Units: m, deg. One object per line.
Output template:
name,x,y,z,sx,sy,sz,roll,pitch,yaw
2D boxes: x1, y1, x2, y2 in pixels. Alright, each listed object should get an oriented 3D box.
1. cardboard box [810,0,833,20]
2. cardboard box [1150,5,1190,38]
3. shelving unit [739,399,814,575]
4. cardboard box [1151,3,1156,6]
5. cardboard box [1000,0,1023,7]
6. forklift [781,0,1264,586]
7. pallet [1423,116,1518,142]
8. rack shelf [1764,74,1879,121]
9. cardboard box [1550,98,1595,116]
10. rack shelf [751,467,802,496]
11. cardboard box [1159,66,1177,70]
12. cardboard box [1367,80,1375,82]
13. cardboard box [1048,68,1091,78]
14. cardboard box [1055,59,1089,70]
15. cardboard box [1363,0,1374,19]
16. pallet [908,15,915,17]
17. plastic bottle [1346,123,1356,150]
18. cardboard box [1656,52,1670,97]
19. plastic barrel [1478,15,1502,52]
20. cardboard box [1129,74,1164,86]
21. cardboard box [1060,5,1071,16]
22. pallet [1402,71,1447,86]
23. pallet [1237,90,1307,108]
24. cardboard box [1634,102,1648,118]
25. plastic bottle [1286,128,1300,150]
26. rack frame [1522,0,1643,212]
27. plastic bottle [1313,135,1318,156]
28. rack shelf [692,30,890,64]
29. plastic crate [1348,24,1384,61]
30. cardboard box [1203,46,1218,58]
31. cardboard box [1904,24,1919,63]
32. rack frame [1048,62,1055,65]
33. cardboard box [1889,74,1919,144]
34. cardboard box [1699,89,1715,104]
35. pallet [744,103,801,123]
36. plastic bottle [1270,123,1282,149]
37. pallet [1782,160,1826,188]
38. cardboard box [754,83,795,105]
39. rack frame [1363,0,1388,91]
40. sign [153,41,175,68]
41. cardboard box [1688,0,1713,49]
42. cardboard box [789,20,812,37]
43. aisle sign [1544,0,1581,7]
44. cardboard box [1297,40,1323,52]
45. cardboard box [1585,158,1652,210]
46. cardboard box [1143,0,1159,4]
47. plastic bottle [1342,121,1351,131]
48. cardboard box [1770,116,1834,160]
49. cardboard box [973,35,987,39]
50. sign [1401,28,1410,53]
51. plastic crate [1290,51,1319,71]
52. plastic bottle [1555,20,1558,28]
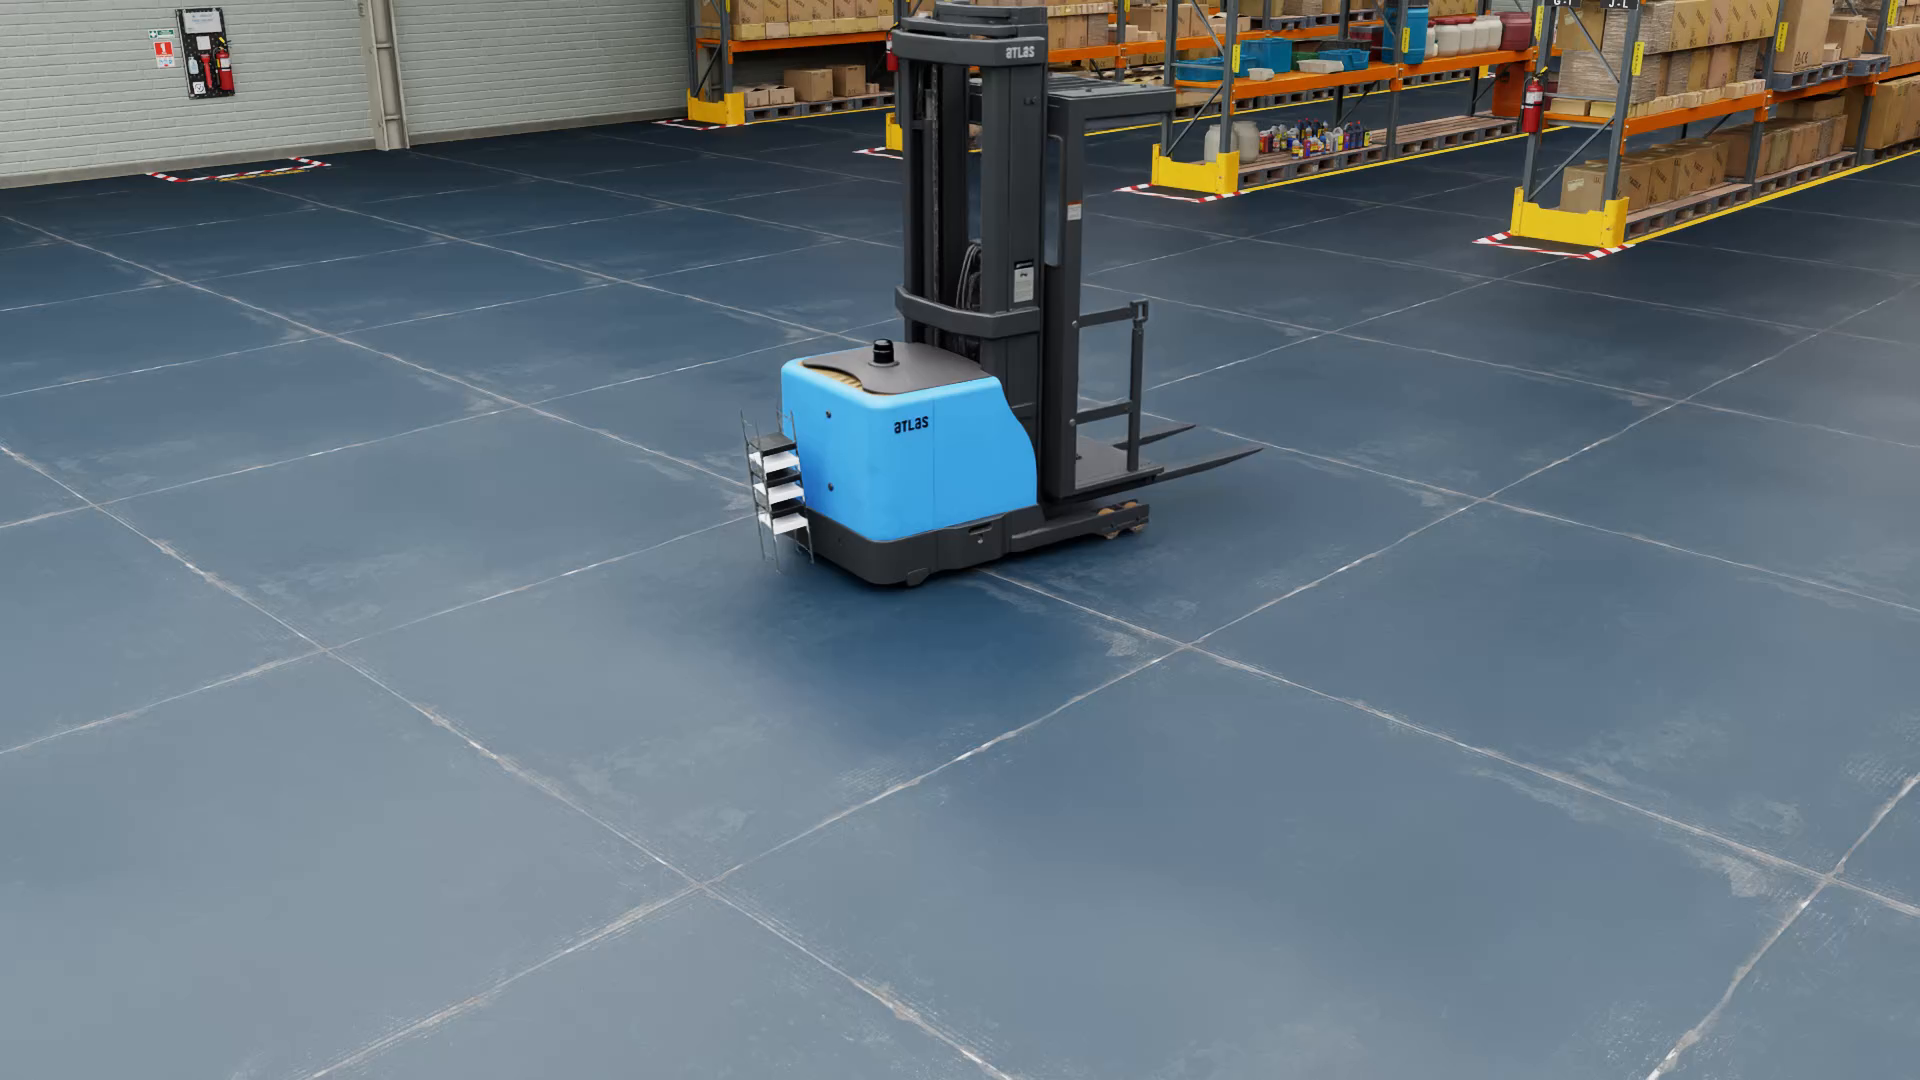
cardboard box,-2.501,-9.098,28.200,0.500,0.500,0.500,-19,28,-40
cardboard box,3.488,-8.663,27.793,0.500,0.500,0.500,19,28,41
shelving unit,-0.993,-0.286,9.039,0.210,0.900,0.258,-17,26,-23
cardboard box,3.848,-11.062,34.497,0.250,0.149,0.380,-19,28,-40
cardboard box,0.520,-8.180,24.727,0.700,0.500,0.500,19,28,41
forklift,0.493,-1.521,9.446,3.031,2.935,1.130,-15,25,-33
pallet,7.993,-6.455,26.075,1.003,0.211,1.213,19,28,41
rack shelf,10.714,-5.857,21.634,1.077,0.370,4.000,19,28,41
cardboard box,6.580,-4.658,17.863,0.380,0.149,0.250,19,28,41
rack shelf,-0.998,-0.337,9.016,0.200,0.077,0.258,-17,26,-23
cardboard box,3.721,-8.033,28.758,0.500,0.311,0.500,18,28,39
cardboard box,7.666,-9.055,31.824,0.500,0.500,0.500,19,28,40
cardboard box,1.700,-7.122,26.125,0.500,0.500,0.500,19,28,41
cardboard box,2.070,-9.775,33.236,0.750,0.750,0.750,19,28,40
cardboard box,7.970,-10.455,32.454,0.500,0.500,0.500,-20,28,-41
pallet,-0.690,-9.468,30.295,1.003,0.211,1.213,19,28,41
plastic bottle,5.394,-5.600,23.042,0.144,0.351,0.185,18,27,38
cardboard box,7.195,-5.129,18.184,0.875,0.500,0.500,19,28,41
plastic barrel,7.996,-7.681,25.221,0.421,0.512,0.421,0,21,0
cardboard box,3.044,-7.504,27.384,0.500,0.311,0.500,19,28,40
cardboard box,1.477,-8.124,25.486,0.380,0.149,0.250,19,28,40
pallet,9.136,-9.405,33.750,1.003,0.211,1.213,19,28,41
pallet,5.562,-8.068,30.271,1.003,0.211,1.213,19,28,41
cardboard box,7.087,-4.606,17.728,0.380,0.149,0.250,19,28,41
plastic bottle,4.606,-5.560,23.043,0.152,0.276,0.135,19,28,41
rack frame,6.529,-4.650,17.492,1.000,3.000,0.127,19,28,41
plastic bottle,4.777,-5.324,22.434,0.097,0.271,0.097,0,21,0
rack shelf,-2.723,-8.548,28.635,1.077,0.370,4.000,19,28,41
plastic crate,5.889,-7.149,23.904,0.402,0.464,0.583,19,28,41
cardboard box,5.201,-10.778,36.334,0.700,0.500,0.500,19,28,40
cardboard box,13.357,-7.076,23.664,0.500,0.500,0.500,19,28,40
rack frame,1.463,-10.426,32.519,1.000,3.000,0.127,19,28,41
cardboard box,13.233,-6.310,24.188,1.225,0.875,0.875,19,28,41
cardboard box,8.323,-5.051,18.884,0.380,0.149,0.250,19,28,41
pallet,-3.473,-7.287,28.240,1.003,0.211,1.213,19,28,41
plastic bottle,4.352,-5.578,22.985,0.185,0.351,0.144,-19,28,-40
pallet,10.712,-4.893,22.009,1.003,0.211,1.213,19,28,41
cardboard box,-3.173,-7.622,28.358,0.500,0.311,0.500,-17,27,-38
rack frame,7.805,-10.215,31.971,1.000,3.000,0.127,19,28,41
sign,-10.646,-6.498,22.251,0.001,0.329,0.234,19,28,41
cardboard box,7.809,-5.631,18.097,0.500,0.500,0.500,19,28,41
cardboard box,-2.839,-8.621,28.005,0.500,0.250,0.500,19,28,40
aisle sign,6.271,-5.923,17.180,0.394,0.787,0.004,19,28,41
cardboard box,6.595,-9.283,31.372,0.500,0.250,0.500,19,28,41
cardboard box,7.369,-3.998,18.694,0.500,0.500,0.500,-12,24,-28
cardboard box,3.763,-11.334,34.299,0.500,0.500,0.500,20,28,41
plastic bottle,5.424,-5.685,23.265,0.144,0.351,0.185,19,28,41
cardboard box,11.279,-5.422,22.372,0.700,0.500,0.500,16,26,36
cardboard box,0.131,-7.430,24.586,0.500,0.500,0.700,-19,28,-41
sign,6.157,-6.907,22.978,0.100,0.325,0.005,19,28,41
plastic crate,4.621,-6.541,22.707,0.450,0.188,0.662,19,28,41
plastic bottle,9.948,-8.595,27.929,0.152,0.276,0.135,19,28,41
